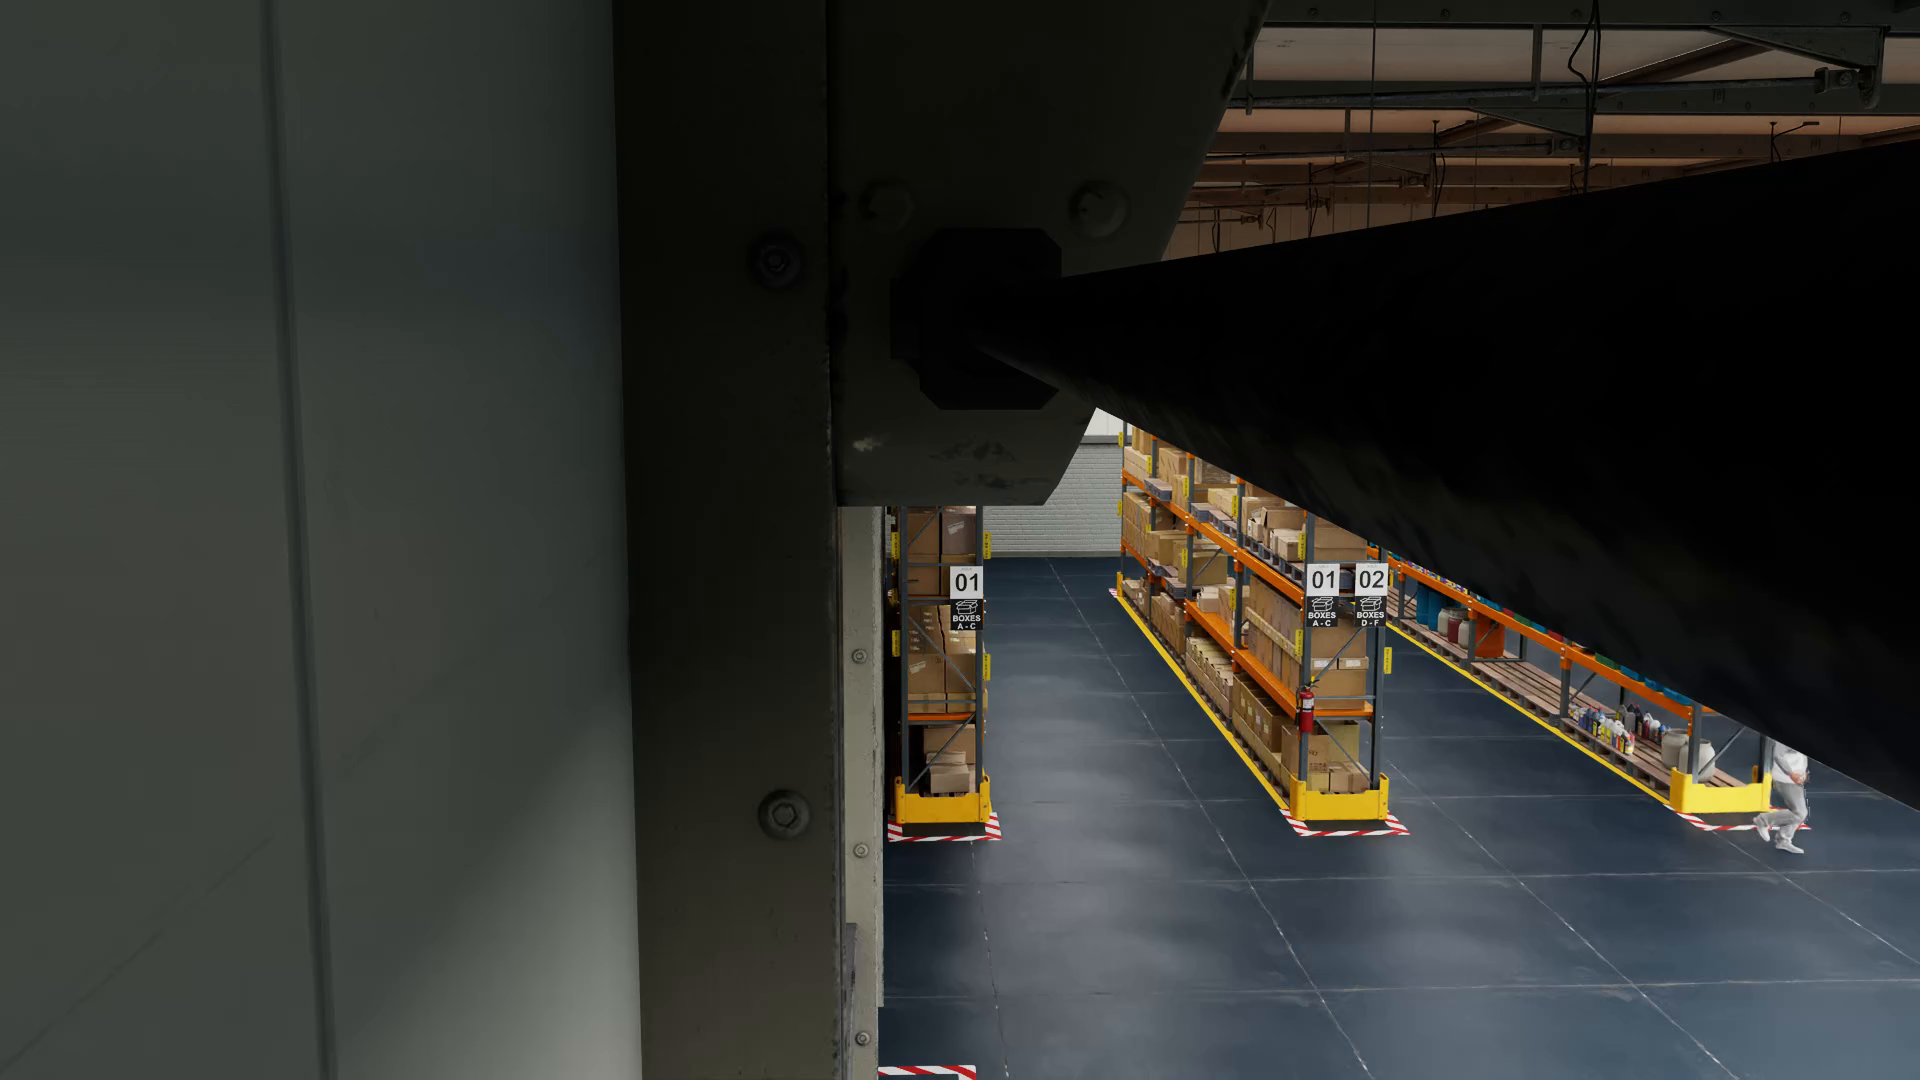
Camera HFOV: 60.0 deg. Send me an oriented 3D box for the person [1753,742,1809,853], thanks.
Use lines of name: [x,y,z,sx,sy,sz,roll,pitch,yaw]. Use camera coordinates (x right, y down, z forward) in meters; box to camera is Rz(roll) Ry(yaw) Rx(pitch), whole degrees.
person: [9.601,2.775,19.393,0.557,1.758,0.680,5,10,32]
